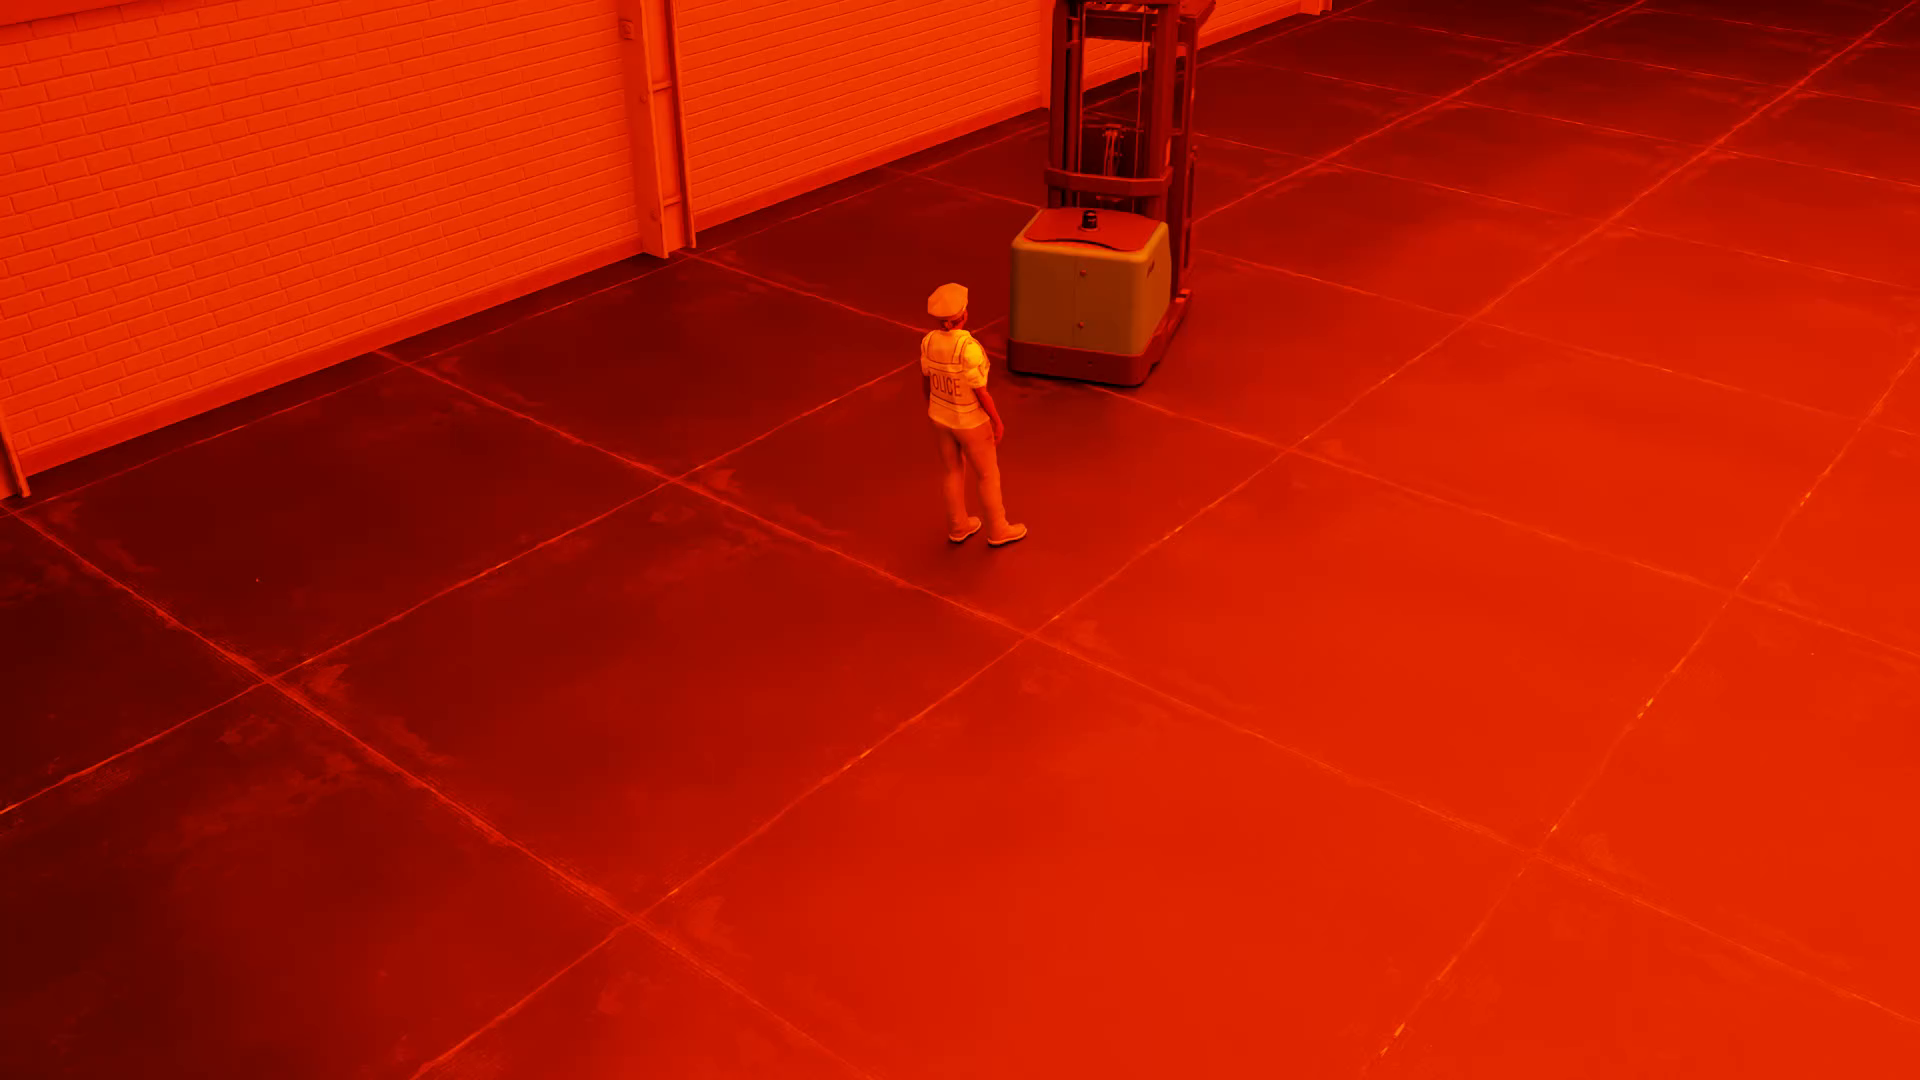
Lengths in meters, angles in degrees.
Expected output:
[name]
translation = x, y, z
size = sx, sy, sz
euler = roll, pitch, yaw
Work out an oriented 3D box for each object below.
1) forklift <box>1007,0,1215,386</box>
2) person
[forklift]
translation = 1.299, -3.138, 12.966
size = 1.130, 2.935, 3.031
euler = 9, 32, 16
[person]
translation = 0.062, -0.761, 10.109
size = 0.570, 1.697, 0.528
euler = 22, 37, 33
